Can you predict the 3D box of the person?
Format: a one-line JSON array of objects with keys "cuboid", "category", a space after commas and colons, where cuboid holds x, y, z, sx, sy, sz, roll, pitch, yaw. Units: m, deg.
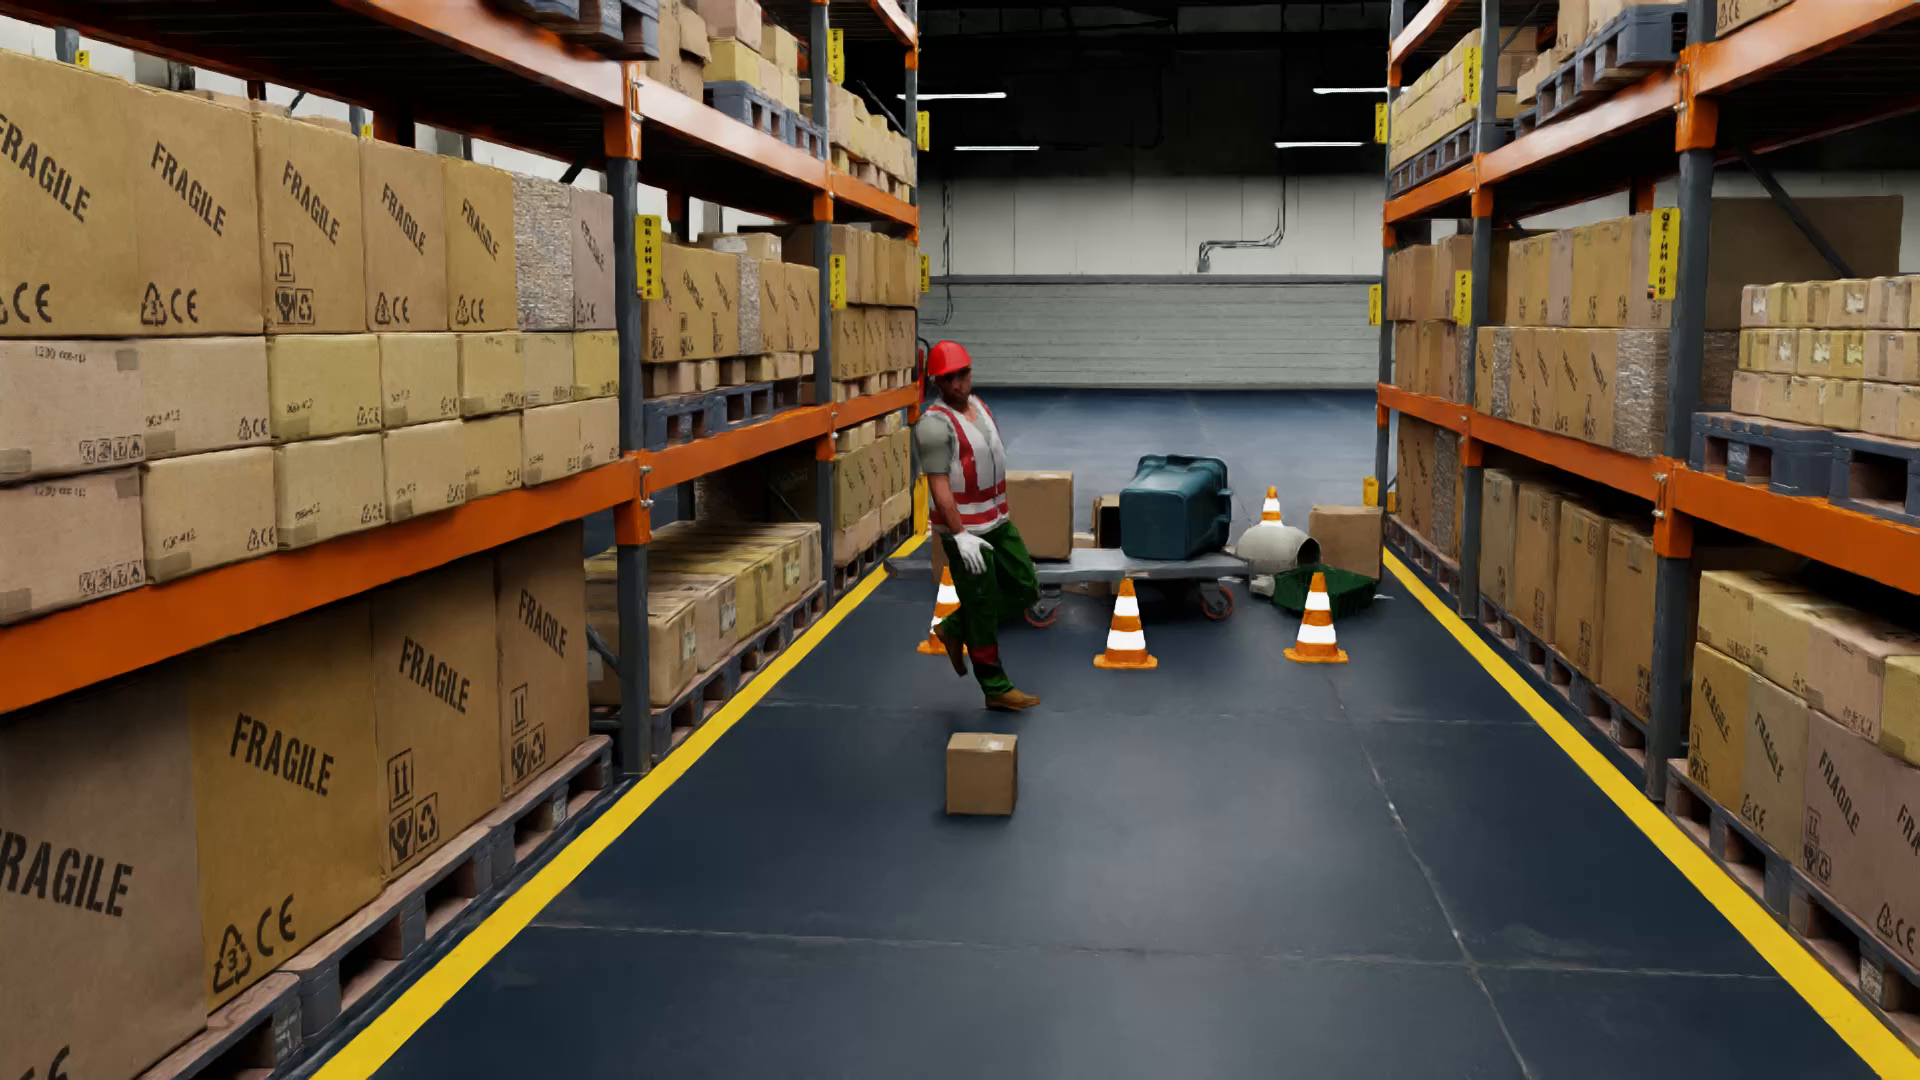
[{"cuboid": [0.040, -0.050, 7.687, 0.596, 1.744, 0.672, 4, 8, 28], "category": "person"}]
